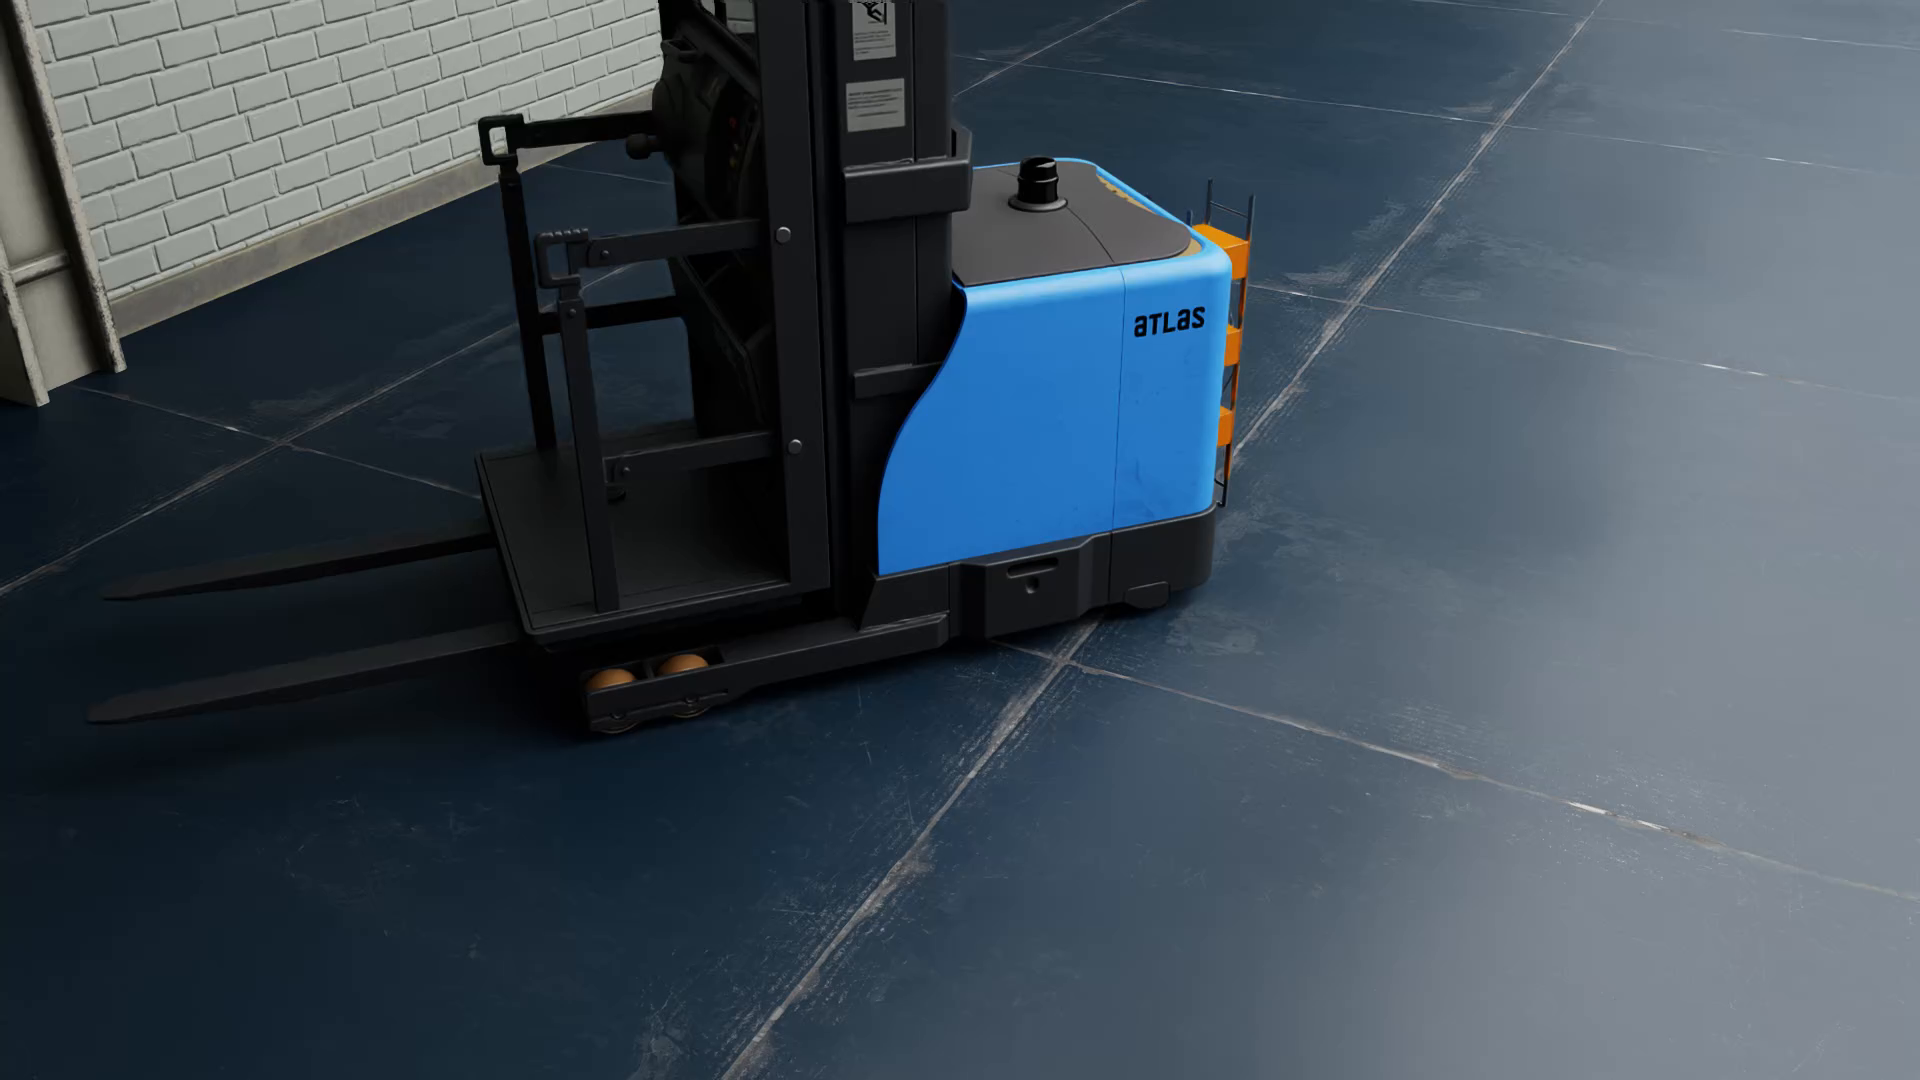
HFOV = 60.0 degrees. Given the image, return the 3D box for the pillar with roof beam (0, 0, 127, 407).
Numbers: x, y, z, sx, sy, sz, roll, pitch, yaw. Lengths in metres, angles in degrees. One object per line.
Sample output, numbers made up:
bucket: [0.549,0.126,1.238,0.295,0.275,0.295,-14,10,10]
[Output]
pillar with roof beam: [0.401,-3.535,2.370,9.100,9.000,0.400,14,33,23]

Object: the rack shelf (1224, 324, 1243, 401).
rack shelf: [0.712,-0.558,5.189,0.240,0.259,0.215,-19,35,-29]

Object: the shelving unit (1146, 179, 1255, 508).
shelving unit: [0.712,-0.568,5.184,0.252,1.050,0.215,-19,35,-29]

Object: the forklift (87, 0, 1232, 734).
forklift: [-0.824,-1.061,4.155,3.031,2.935,1.130,-11,32,-18]

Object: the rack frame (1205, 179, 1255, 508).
rack frame: [0.813,-0.602,5.244,0.008,1.050,0.200,-19,35,-29]

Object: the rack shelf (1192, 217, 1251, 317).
rack shelf: [0.712,-0.804,5.048,0.240,0.259,0.215,-19,35,-29]

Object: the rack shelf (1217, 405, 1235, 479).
rack shelf: [0.712,-0.317,5.328,0.240,0.259,0.215,-19,35,-29]

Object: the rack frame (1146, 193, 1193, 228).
rack frame: [0.612,-0.533,5.124,0.008,1.050,0.200,-19,35,-29]
